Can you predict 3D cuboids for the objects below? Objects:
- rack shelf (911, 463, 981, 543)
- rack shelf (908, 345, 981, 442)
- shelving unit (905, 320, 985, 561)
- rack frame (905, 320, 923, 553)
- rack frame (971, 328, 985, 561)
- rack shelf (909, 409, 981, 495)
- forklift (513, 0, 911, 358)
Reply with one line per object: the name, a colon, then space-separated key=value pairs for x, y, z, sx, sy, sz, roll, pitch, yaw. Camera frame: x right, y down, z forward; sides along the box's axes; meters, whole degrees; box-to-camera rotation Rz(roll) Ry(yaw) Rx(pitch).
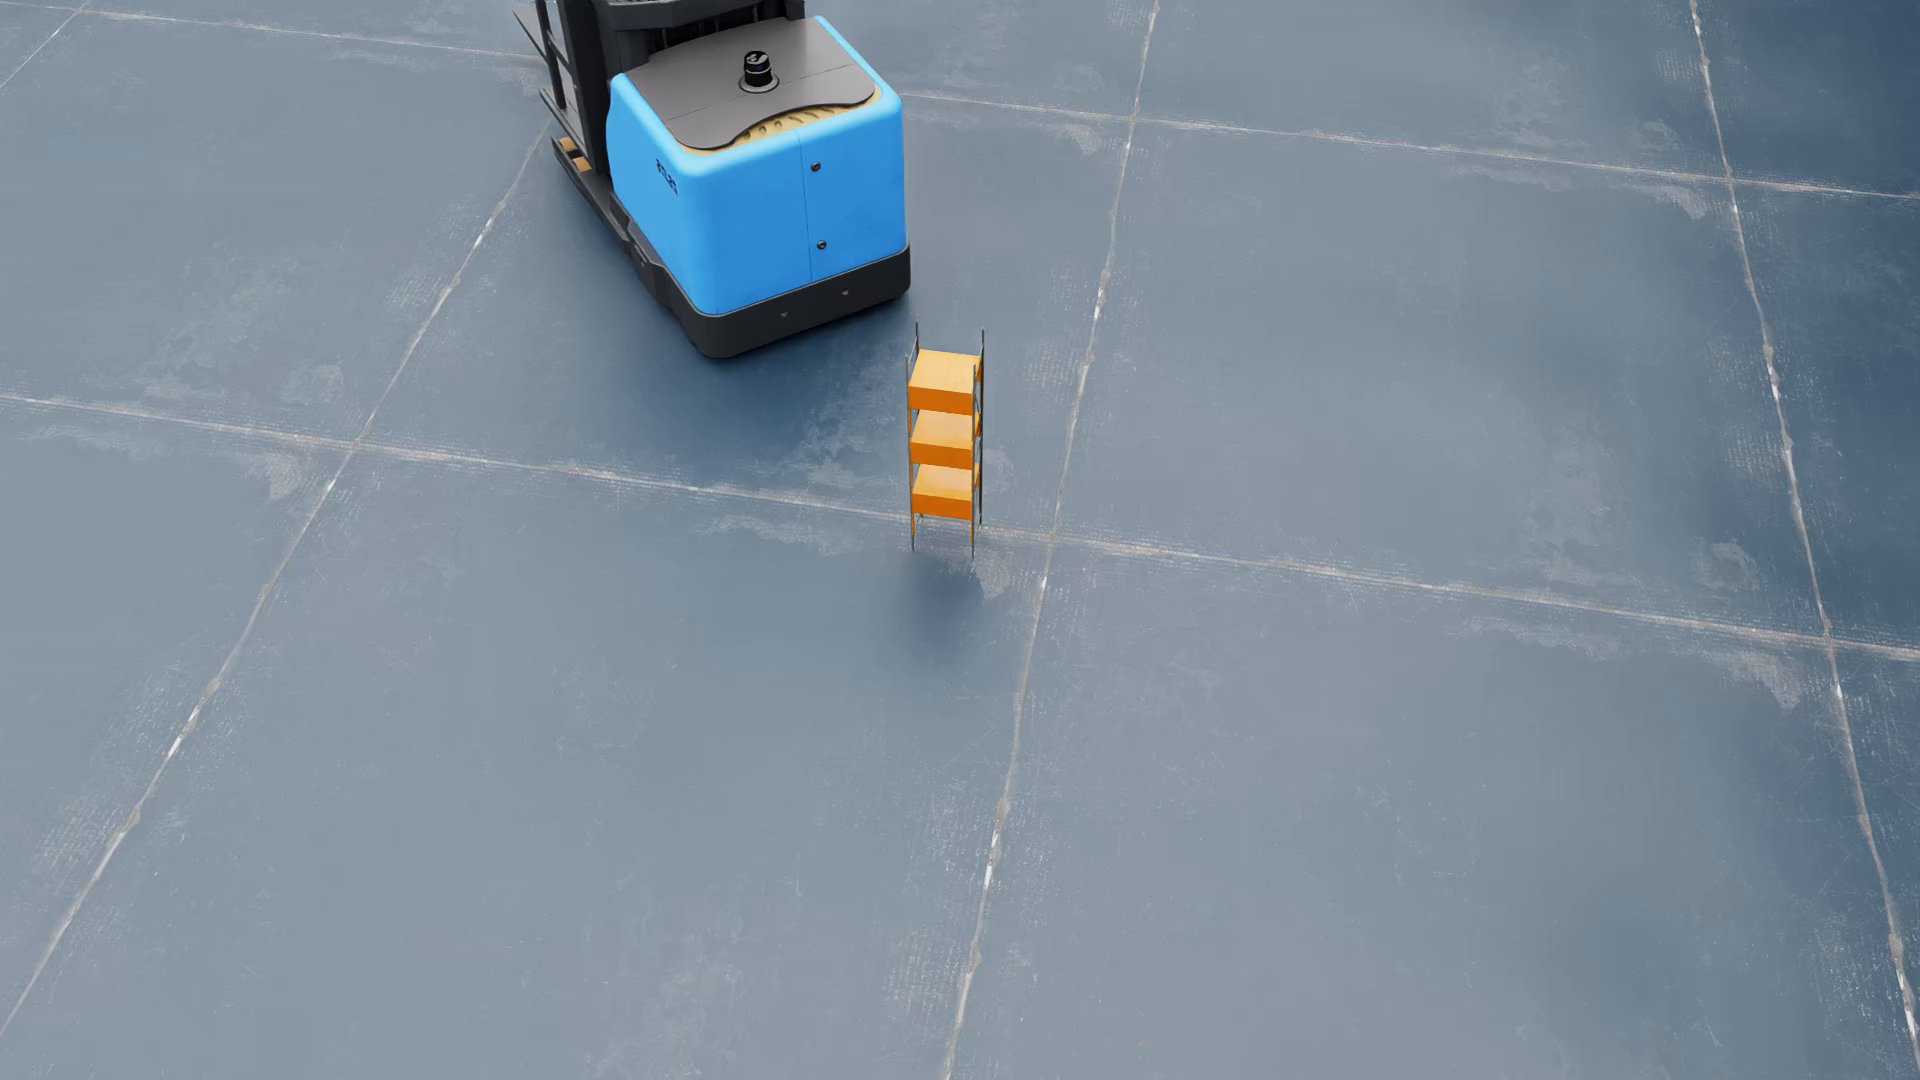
rack shelf: x=-0.053 y=-0.165 z=6.552 sx=0.240 sy=0.259 sz=0.215 roll=8 pitch=49 yaw=7
rack shelf: x=-0.053 y=-0.541 z=6.135 sx=0.240 sy=0.259 sz=0.215 roll=8 pitch=49 yaw=7
shelving unit: x=-0.053 y=-0.358 z=6.338 sx=0.252 sy=1.050 sz=0.215 roll=8 pitch=49 yaw=7
rack frame: x=-0.173 y=-0.374 z=6.352 sx=0.008 sy=1.050 sz=0.200 roll=8 pitch=49 yaw=7
rack frame: x=0.067 y=-0.342 z=6.323 sx=0.008 sy=1.050 sz=0.200 roll=8 pitch=49 yaw=7
rack shelf: x=-0.053 y=-0.351 z=6.346 sx=0.240 sy=0.259 sz=0.215 roll=8 pitch=49 yaw=7
forklift: x=-1.392 y=-2.877 z=7.337 sx=1.130 sy=2.935 sz=3.031 roll=-23 pitch=52 yaw=-19
